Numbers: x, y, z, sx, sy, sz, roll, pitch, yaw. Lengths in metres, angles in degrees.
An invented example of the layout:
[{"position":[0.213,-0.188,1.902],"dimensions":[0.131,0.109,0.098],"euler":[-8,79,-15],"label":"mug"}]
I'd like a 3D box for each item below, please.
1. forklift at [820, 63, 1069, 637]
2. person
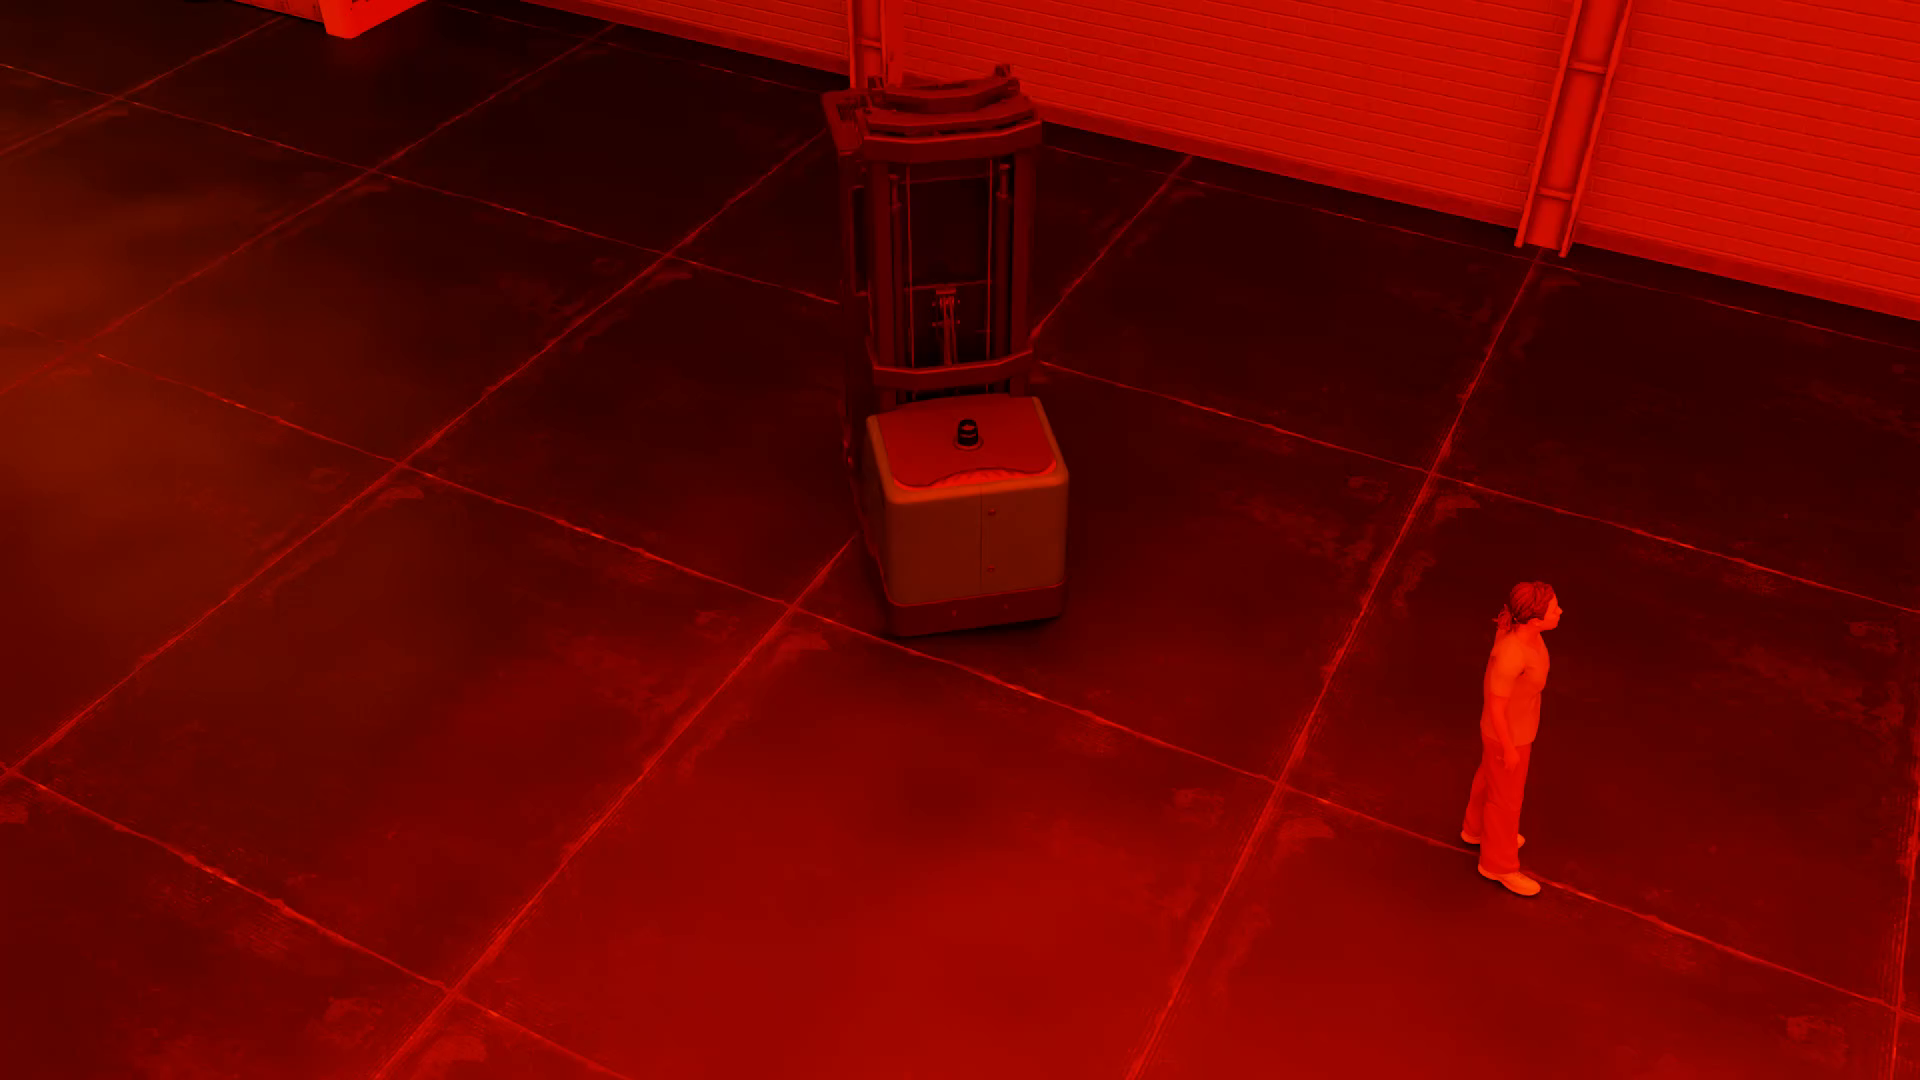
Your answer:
[{"position":[-0.174,-1.523,9.795],"dimensions":[1.130,2.935,3.031],"euler":[-7,41,-8],"label":"forklift"},{"position":[2.677,0.902,7.889],"dimensions":[0.548,1.660,0.554],"euler":[14,42,16],"label":"person"}]
